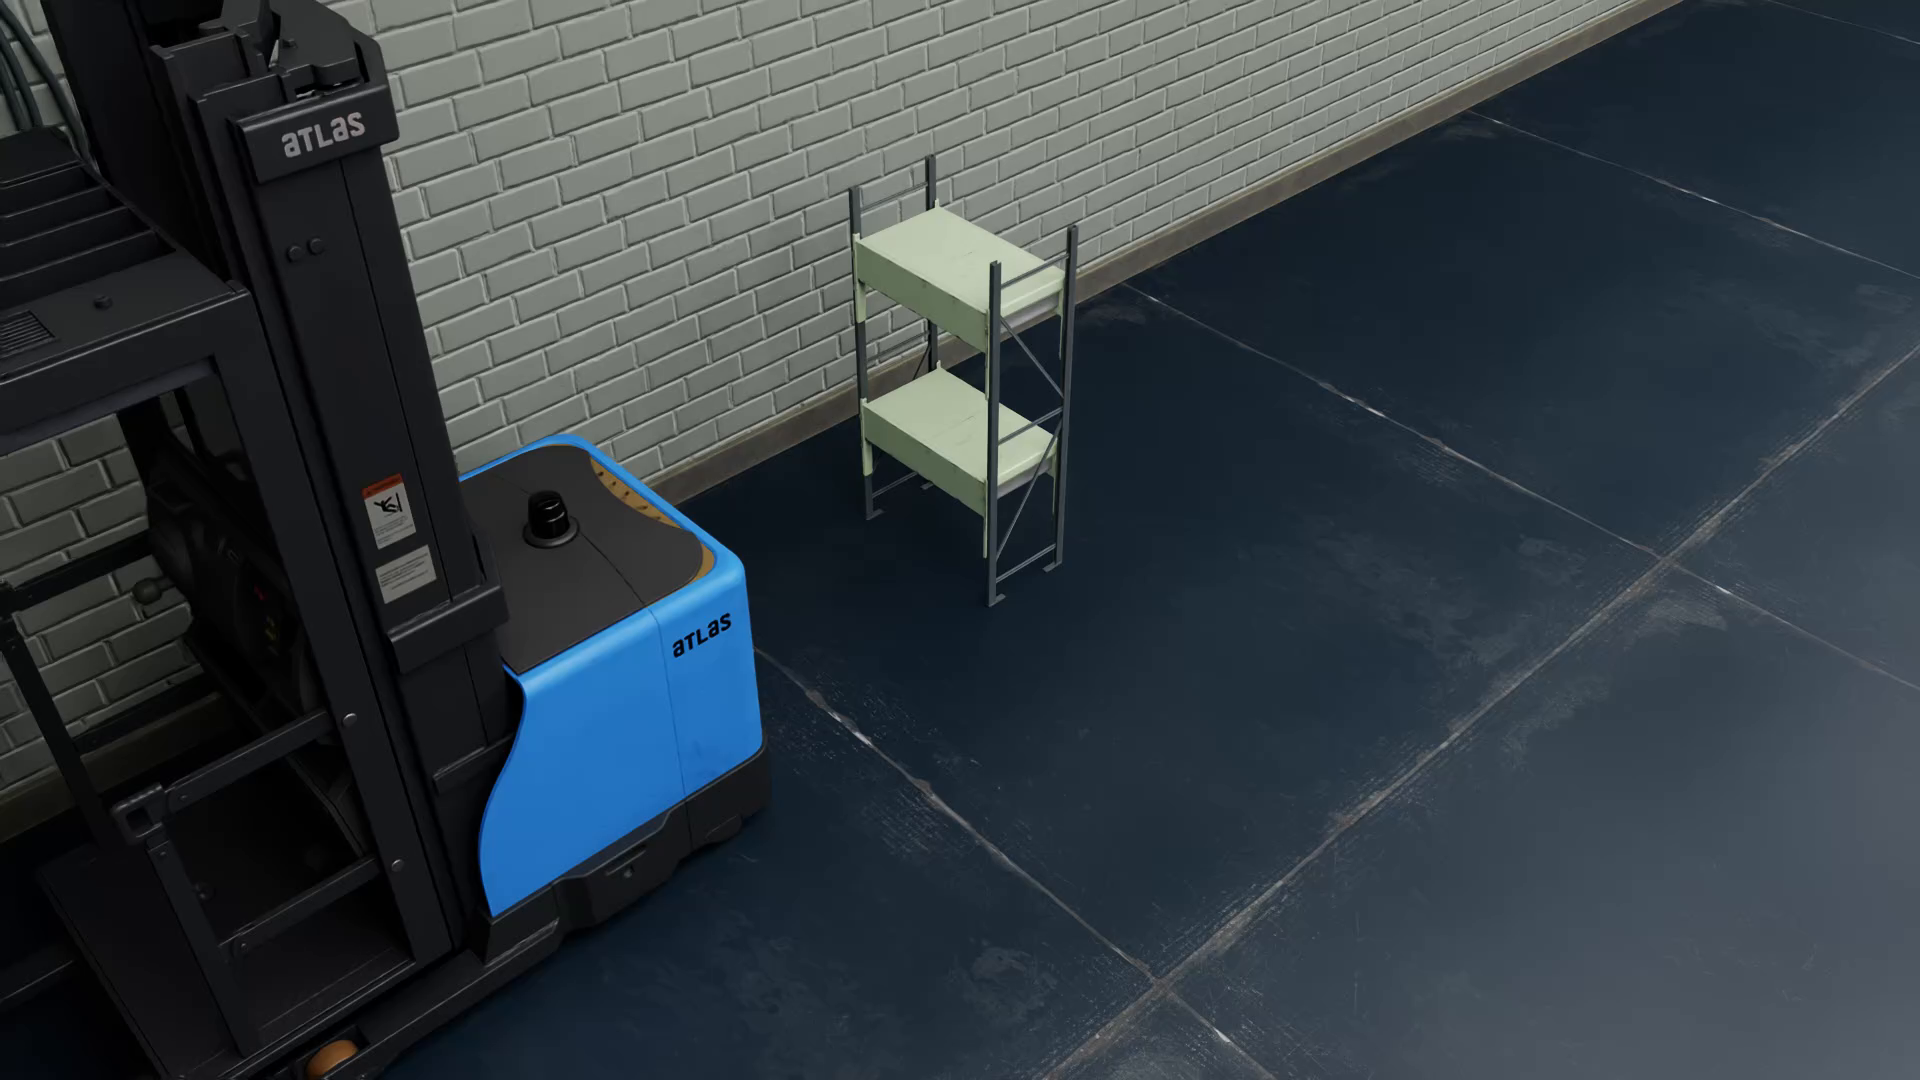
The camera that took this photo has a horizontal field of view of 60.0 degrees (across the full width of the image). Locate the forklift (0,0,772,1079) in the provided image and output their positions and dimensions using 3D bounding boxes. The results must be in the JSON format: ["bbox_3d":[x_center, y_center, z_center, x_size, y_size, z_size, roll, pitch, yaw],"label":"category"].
[{"bbox_3d":[-2.053,0.171,4.206,3.031,2.935,1.130,-30,48,-32],"label":"forklift"}]

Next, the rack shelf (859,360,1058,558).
[{"bbox_3d":[0.005,-0.327,6.480,0.431,0.370,0.720,-30,48,-32],"label":"rack shelf"}]

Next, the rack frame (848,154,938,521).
[{"bbox_3d":[-0.243,-0.750,6.485,0.400,1.500,0.023,-30,48,-32],"label":"rack frame"}]

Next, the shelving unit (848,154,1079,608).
[{"bbox_3d":[0.005,-0.580,6.275,0.431,1.500,0.755,-30,48,-32],"label":"shelving unit"}]

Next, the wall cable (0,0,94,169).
[{"bbox_3d":[-3.573,-1.047,3.355,3.097,2.526,0.112,-30,48,-32],"label":"wall cable"}]

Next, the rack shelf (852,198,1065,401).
[{"bbox_3d":[0.005,-0.884,6.030,0.431,0.370,0.720,-30,48,-32],"label":"rack shelf"}]

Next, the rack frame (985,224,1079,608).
[{"bbox_3d":[0.252,-0.411,6.065,0.400,1.500,0.023,-30,48,-32],"label":"rack frame"}]
